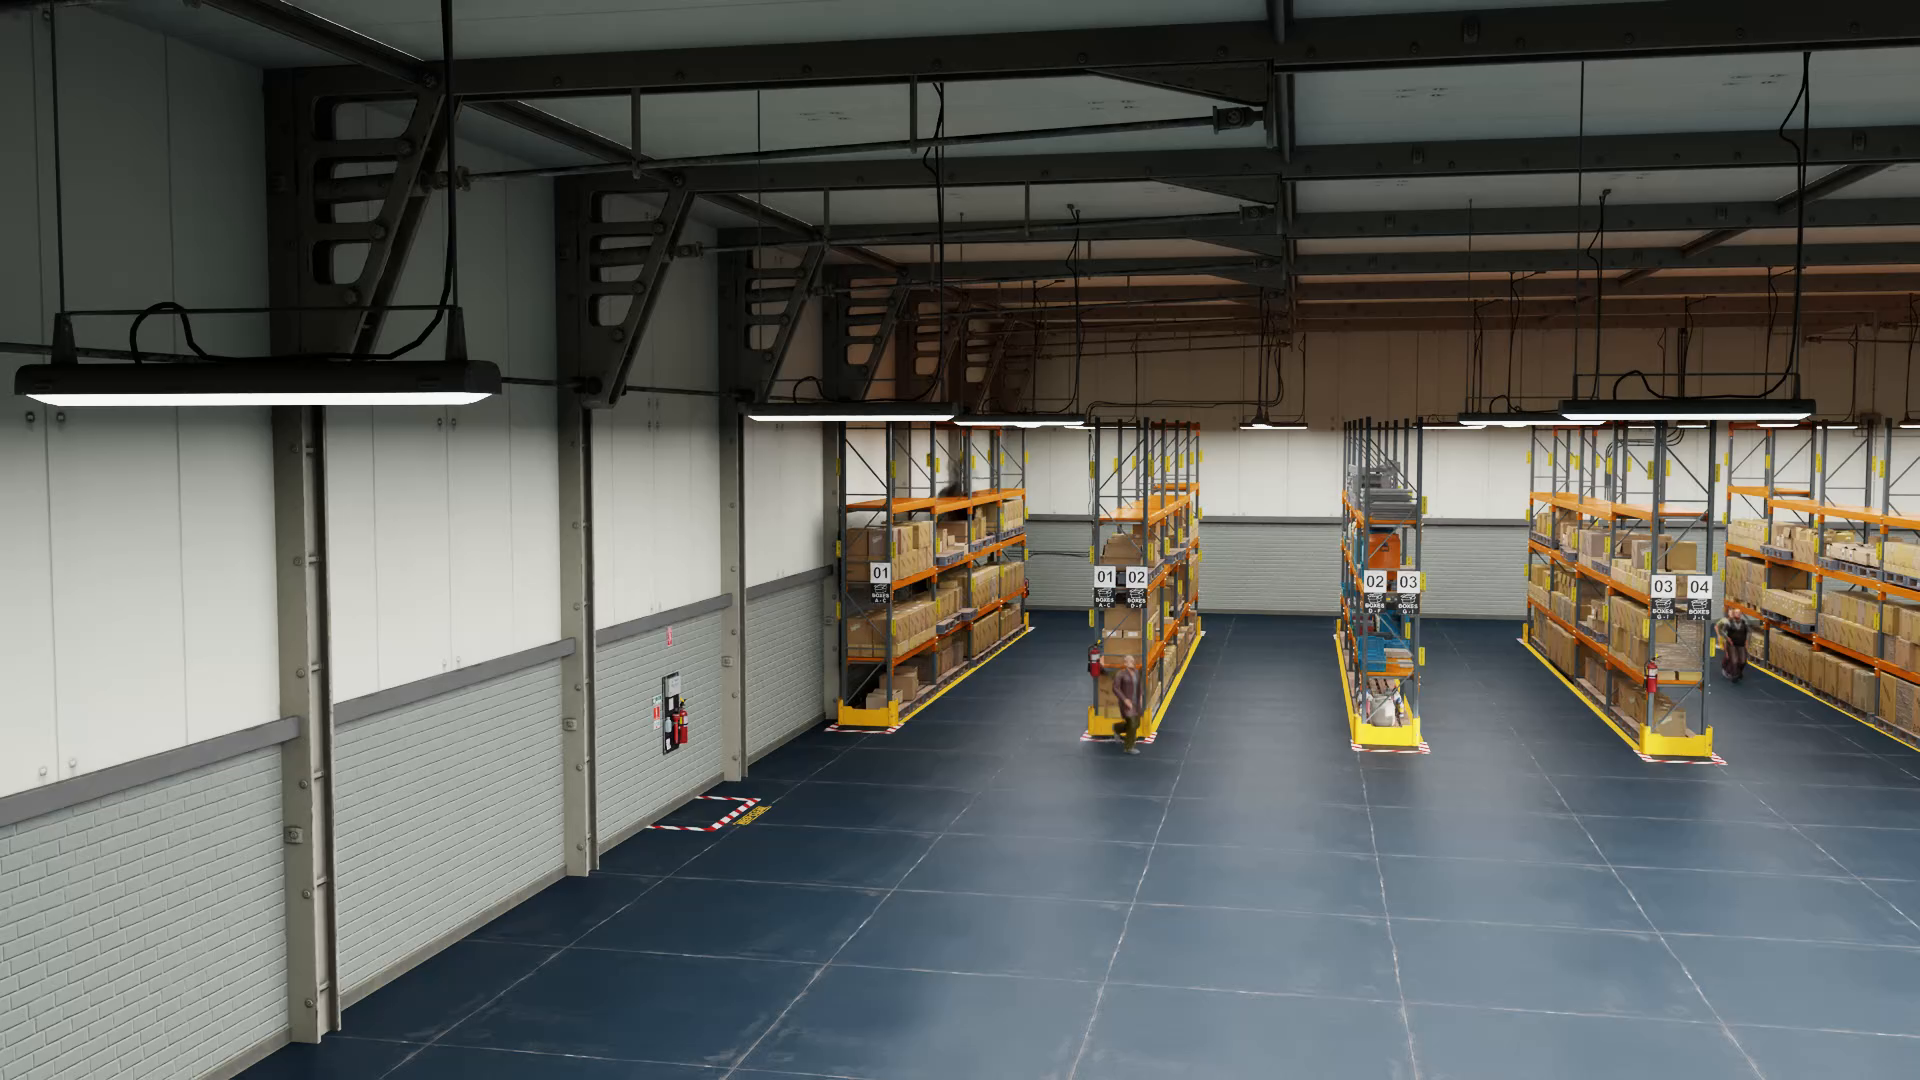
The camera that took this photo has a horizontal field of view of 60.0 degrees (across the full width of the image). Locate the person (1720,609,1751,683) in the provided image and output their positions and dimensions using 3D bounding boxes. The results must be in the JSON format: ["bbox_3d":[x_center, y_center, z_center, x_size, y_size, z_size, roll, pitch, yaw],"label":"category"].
[{"bbox_3d":[17.725,2.419,37.982,0.666,1.686,0.573,1,4,15],"label":"person"}]

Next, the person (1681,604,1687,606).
[{"bbox_3d":[18.962,2.071,43.908,0.626,1.569,0.825,1,4,21],"label":"person"}]

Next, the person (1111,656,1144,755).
[{"bbox_3d":[2.976,2.927,29.726,0.724,1.752,0.718,-3,5,-40],"label":"person"}]

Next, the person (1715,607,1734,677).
[{"bbox_3d":[17.916,2.380,38.680,0.560,1.635,0.613,1,4,8],"label":"person"}]
